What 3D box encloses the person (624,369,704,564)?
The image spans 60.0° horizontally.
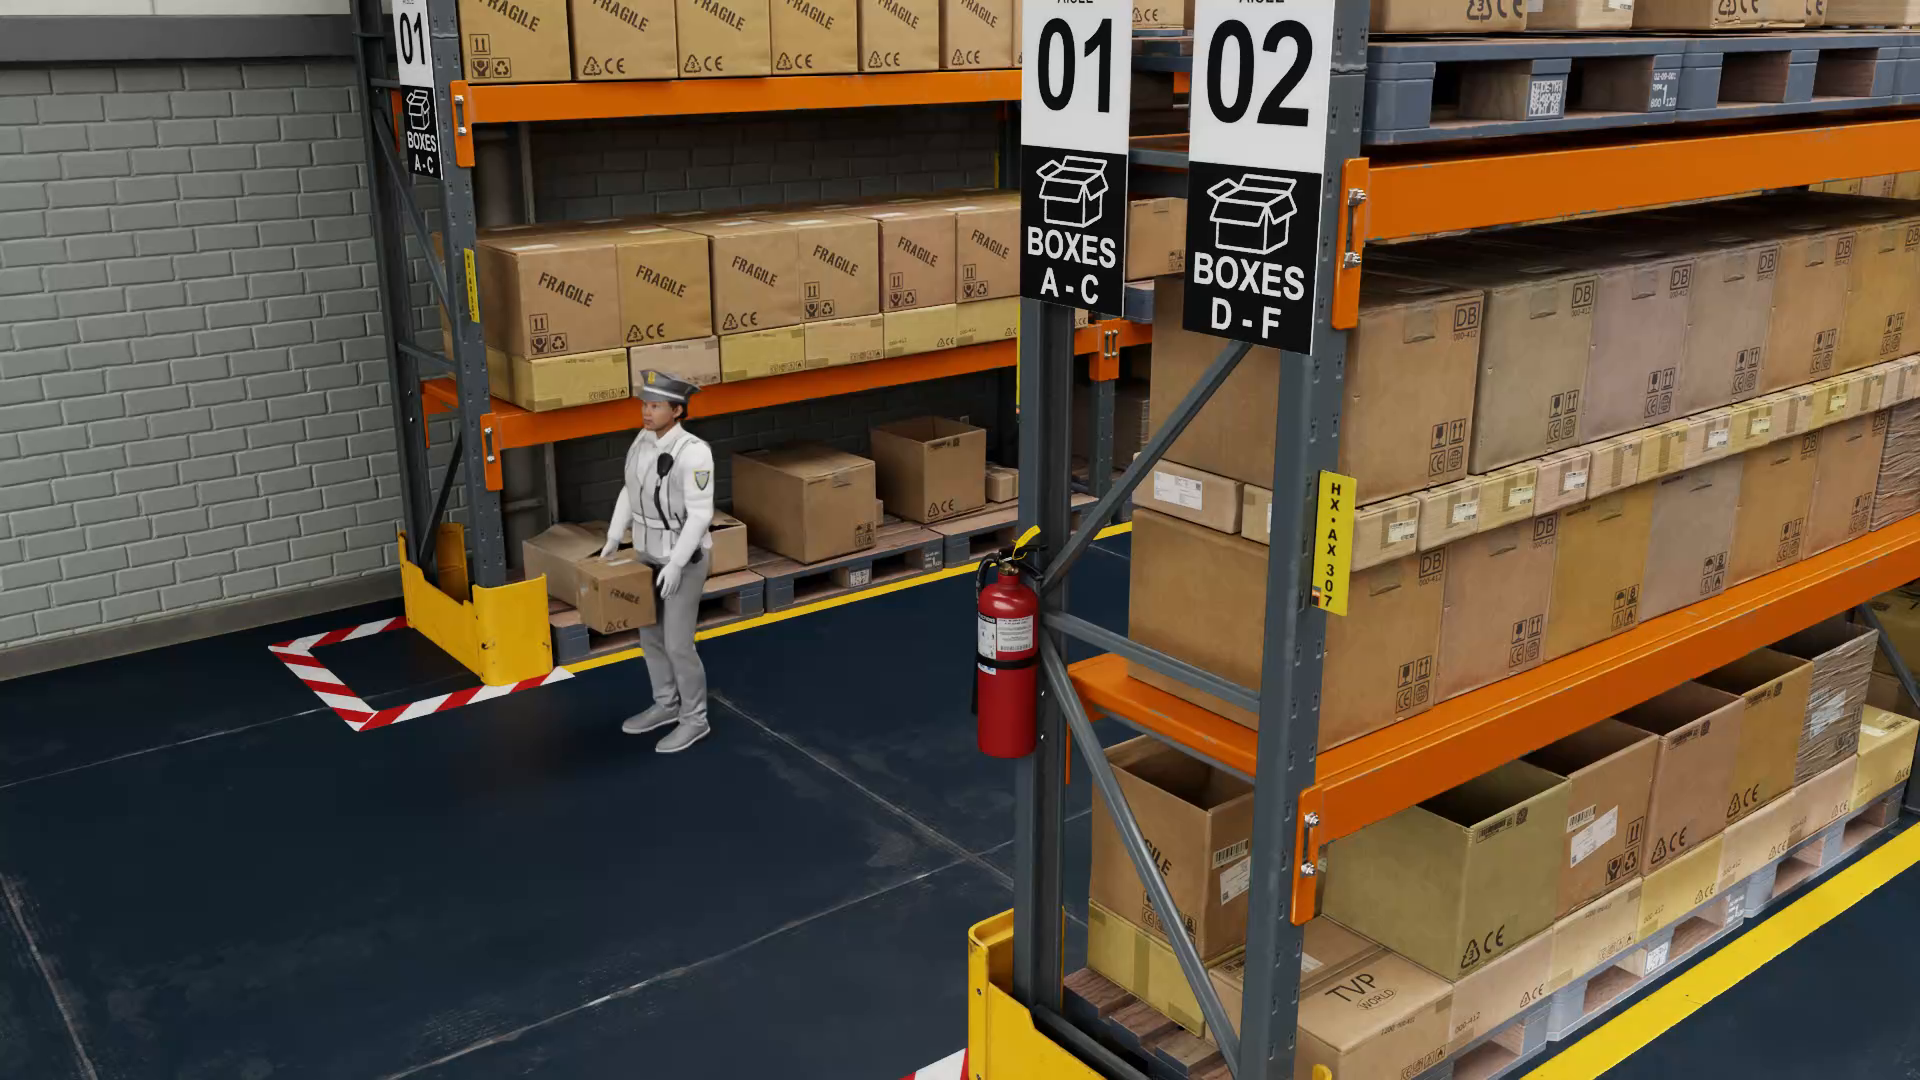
[{"bbox_3d":[-1.258,-0.335,7.134,0.370,0.833,0.314,17,24,42],"label":"person"}]
